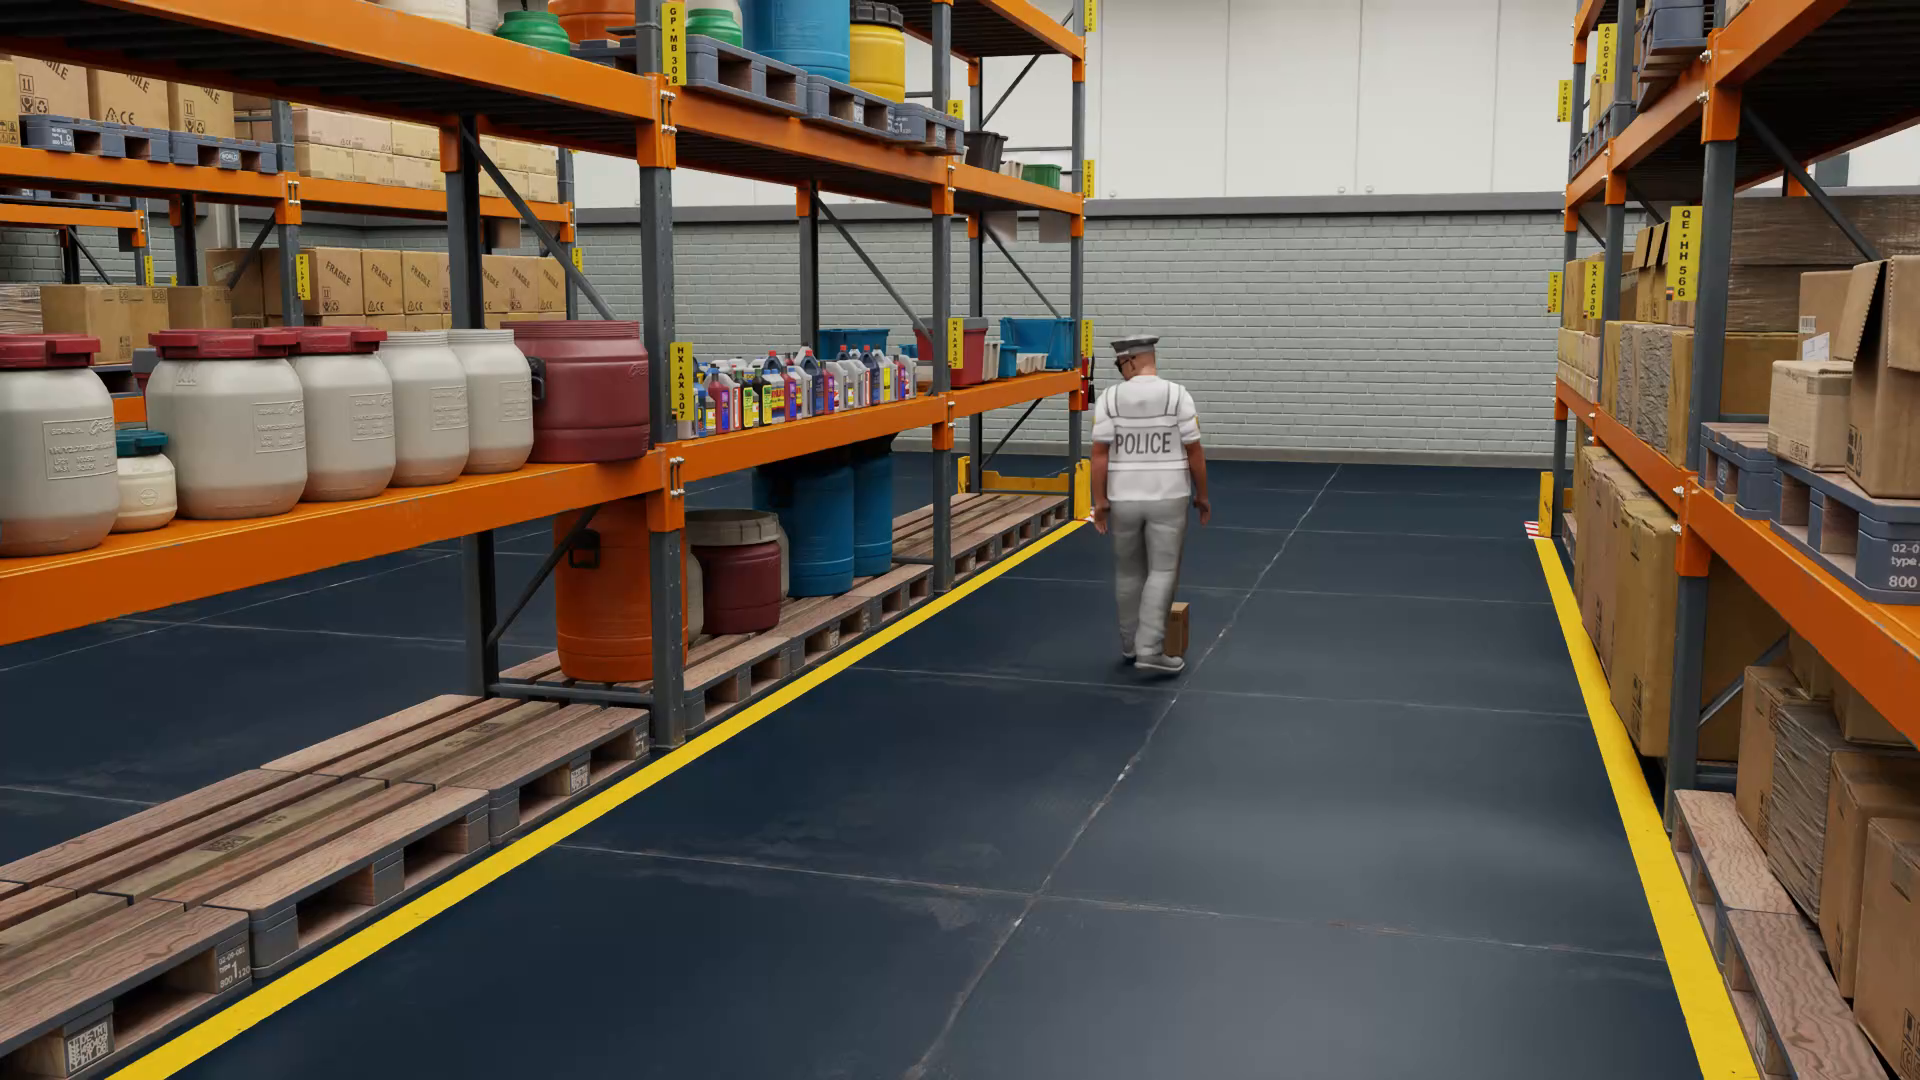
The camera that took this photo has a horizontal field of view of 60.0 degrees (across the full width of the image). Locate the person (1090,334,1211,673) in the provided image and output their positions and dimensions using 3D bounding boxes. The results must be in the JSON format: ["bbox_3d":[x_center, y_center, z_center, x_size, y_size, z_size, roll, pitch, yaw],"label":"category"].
[{"bbox_3d":[0.995,-0.203,8.646,0.573,1.725,0.787,3,9,22],"label":"person"}]
